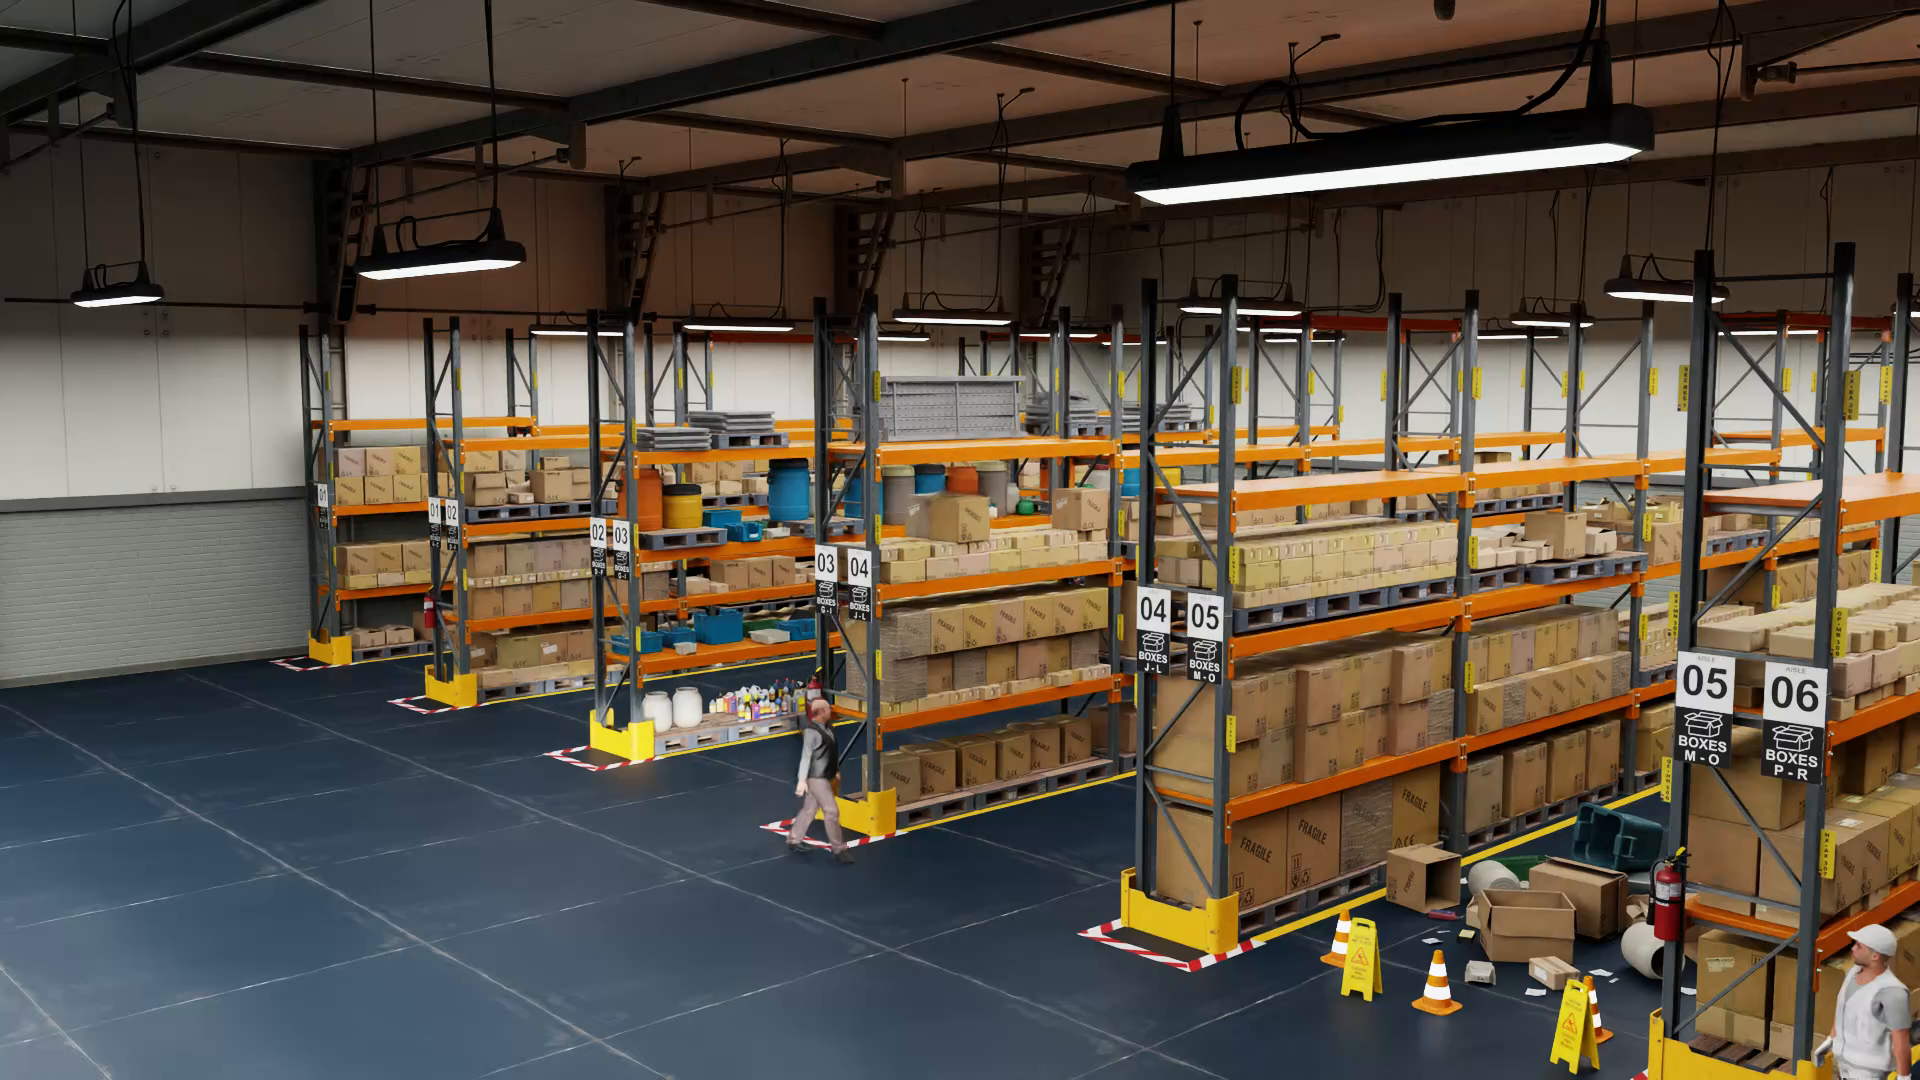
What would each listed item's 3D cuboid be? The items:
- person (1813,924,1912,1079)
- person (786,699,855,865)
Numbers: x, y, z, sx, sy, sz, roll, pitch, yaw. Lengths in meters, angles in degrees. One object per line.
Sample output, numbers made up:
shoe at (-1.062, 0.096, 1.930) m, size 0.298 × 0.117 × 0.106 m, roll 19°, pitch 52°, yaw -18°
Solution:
person at (5.590, 3.247, 10.347) m, size 1.022 × 1.748 × 0.618 m, roll -1°, pitch 6°, yaw -7°
person at (-1.470, 2.533, 17.733) m, size 0.863 × 1.693 × 0.594 m, roll 1°, pitch 6°, yaw 13°
